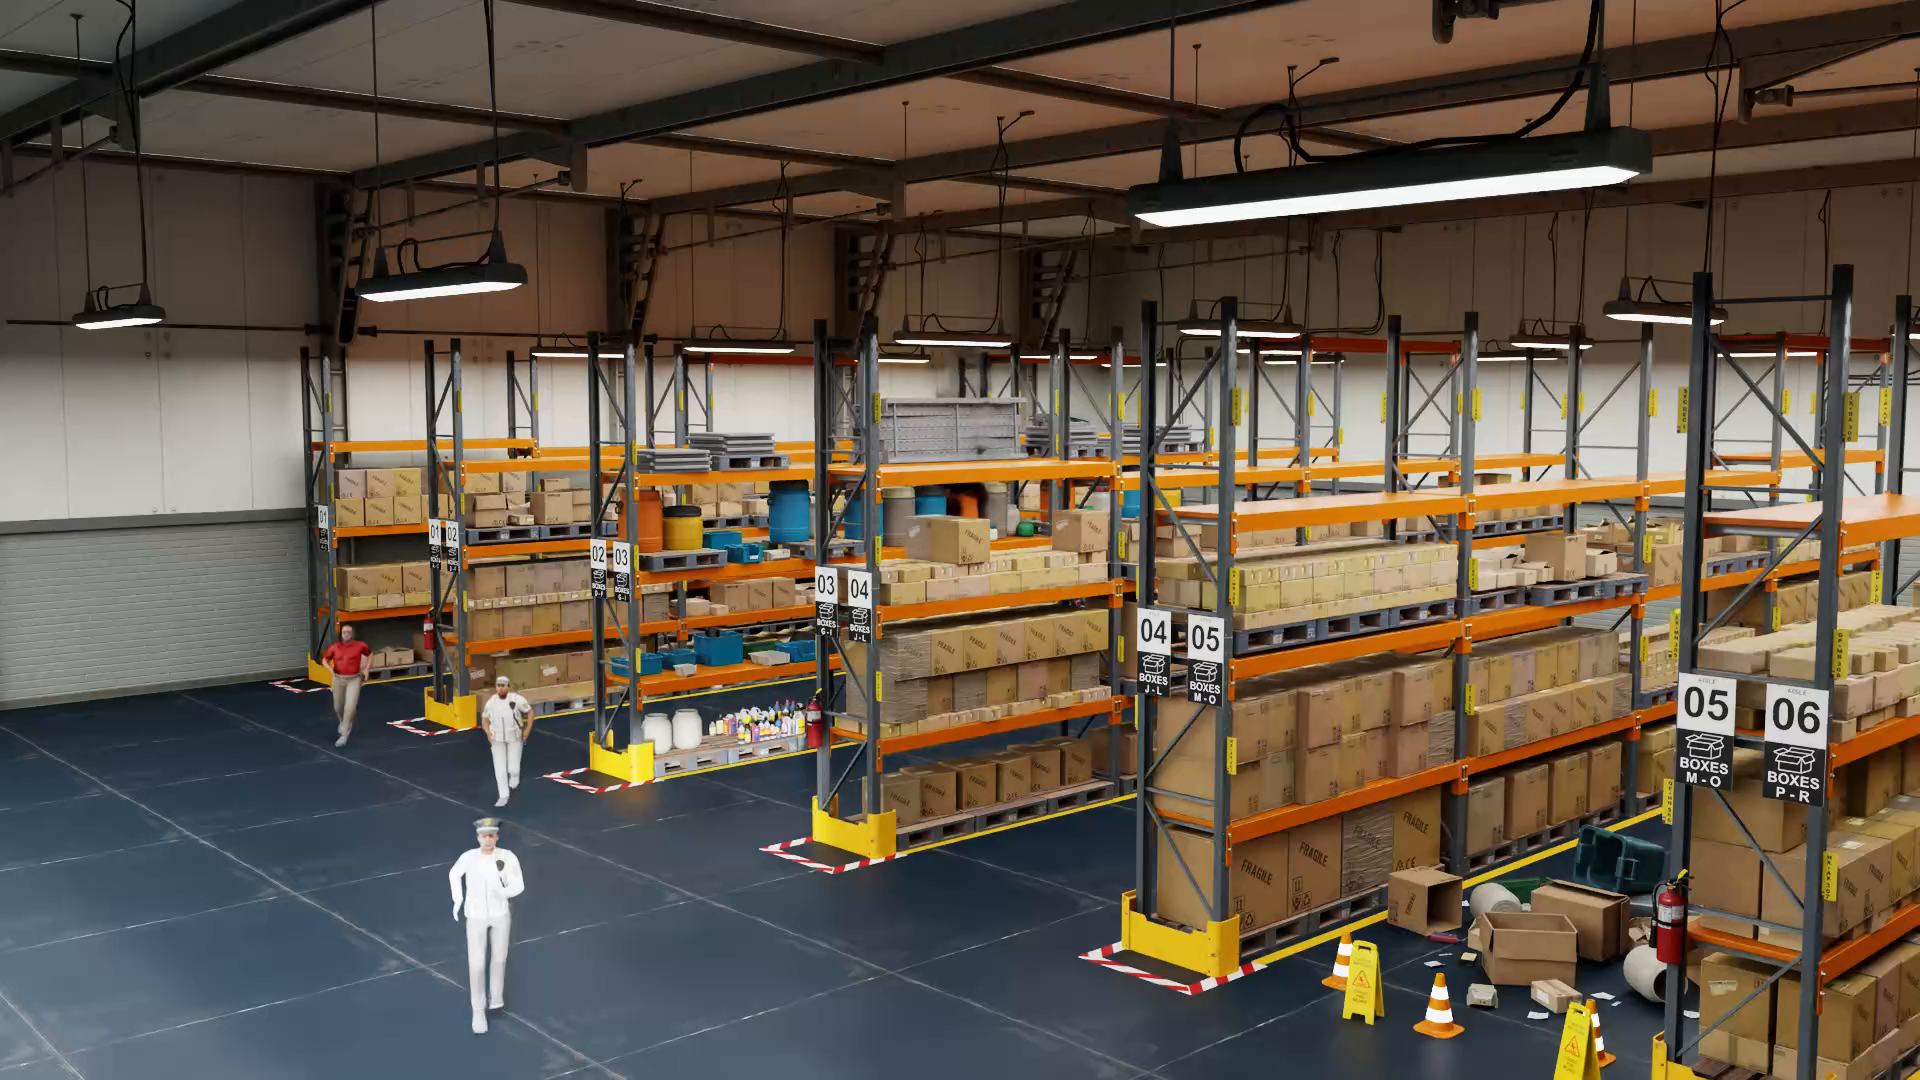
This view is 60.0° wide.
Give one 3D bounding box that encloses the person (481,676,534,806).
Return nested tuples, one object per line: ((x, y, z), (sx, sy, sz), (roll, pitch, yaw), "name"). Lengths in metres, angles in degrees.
((-5.715, 2.518, 21.016), (0.632, 1.639, 0.623), (-1, 5, -6), "person")

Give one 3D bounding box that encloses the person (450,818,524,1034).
((-3.869, 3.130, 13.635), (0.576, 1.743, 0.710), (-2, 5, -18), "person")

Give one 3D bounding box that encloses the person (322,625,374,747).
((-9.113, 2.128, 24.722), (0.699, 1.735, 0.991), (-1, 5, -9), "person")

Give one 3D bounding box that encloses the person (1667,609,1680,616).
((11.264, 1.946, 26.162), (0.995, 1.738, 0.693), (-3, 6, -34), "person")
